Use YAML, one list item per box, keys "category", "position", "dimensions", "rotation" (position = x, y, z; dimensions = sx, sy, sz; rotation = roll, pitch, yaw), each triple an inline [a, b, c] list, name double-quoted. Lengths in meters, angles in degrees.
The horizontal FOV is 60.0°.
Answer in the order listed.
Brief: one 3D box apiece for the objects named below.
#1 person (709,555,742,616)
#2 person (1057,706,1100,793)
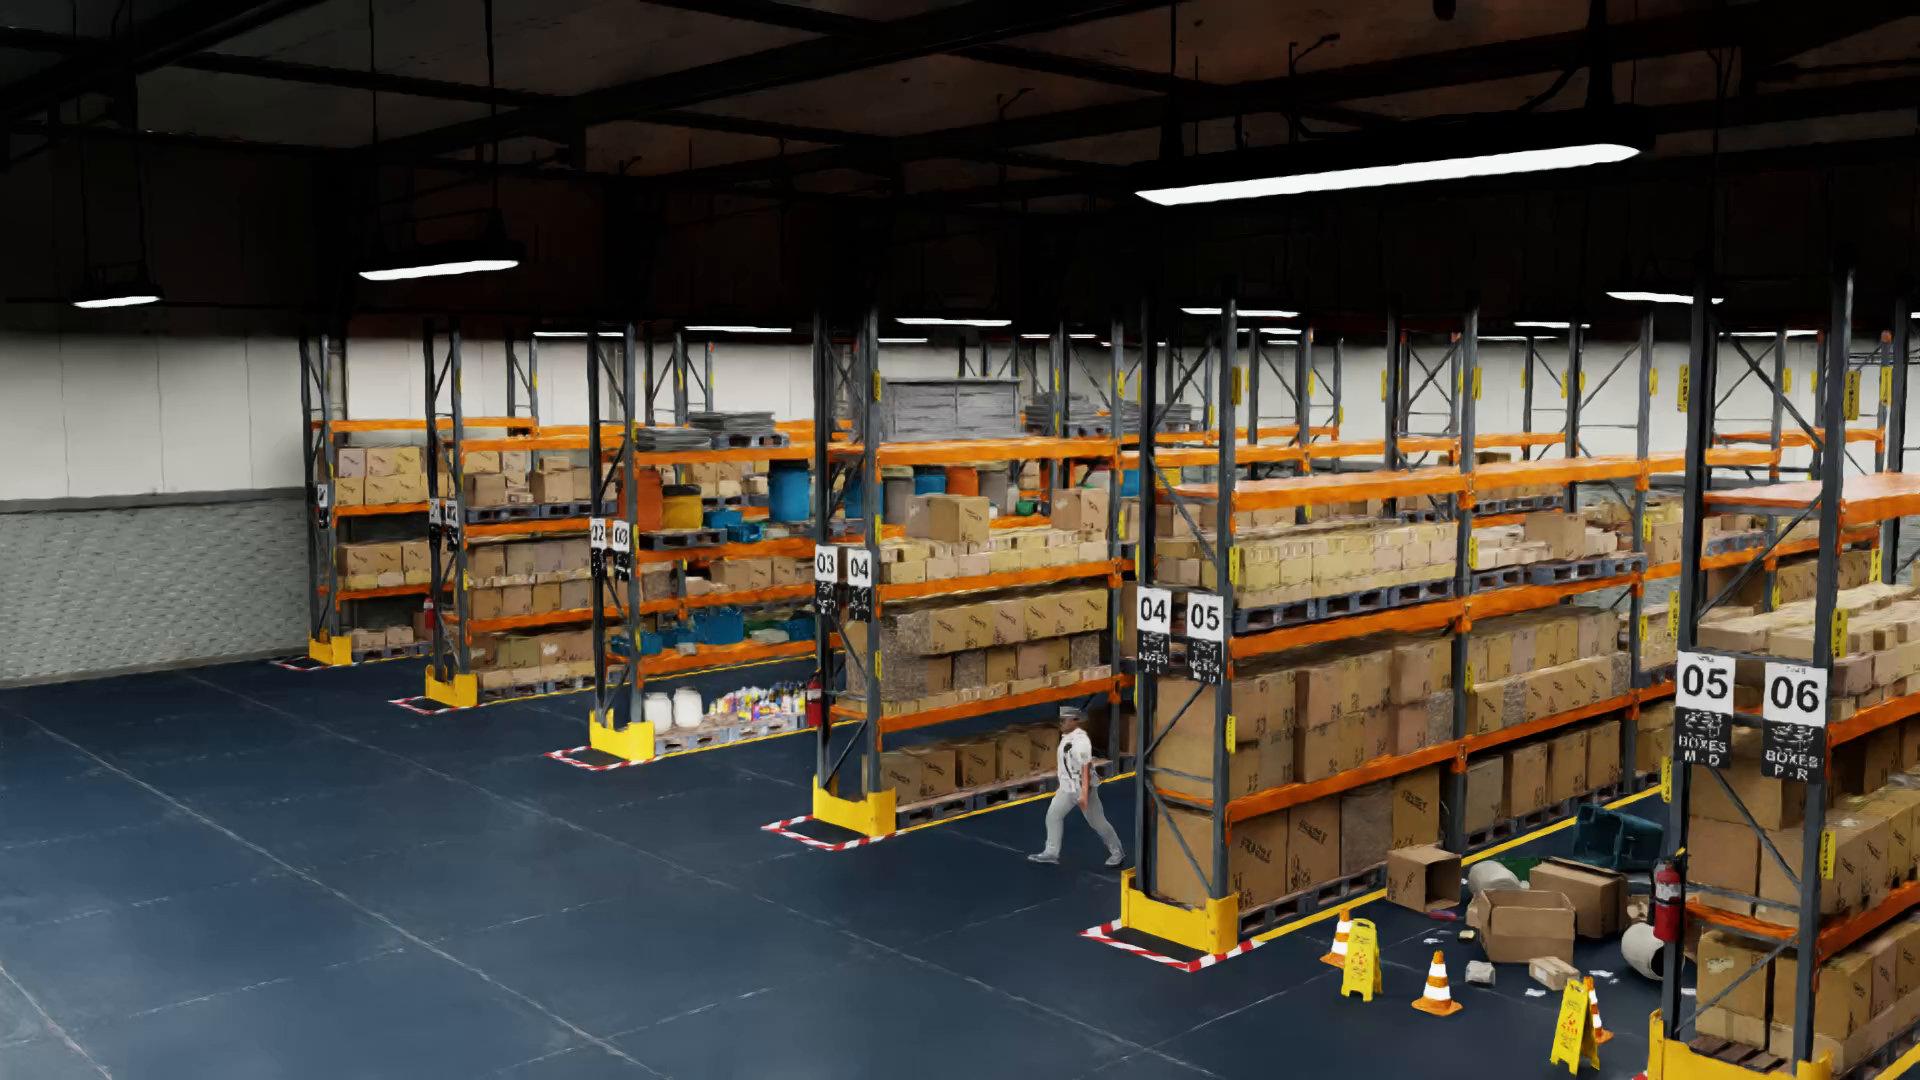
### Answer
- category: "person"
  position: [-4.672, 0.944, 33.273]
  dimensions: [0.864, 1.620, 0.591]
  rotation: [-6, 8, -44]
- category: "person"
  position: [1.228, 2.168, 17.329]
  dimensions: [0.430, 0.899, 0.541]
  rotation: [-2, 6, -21]
